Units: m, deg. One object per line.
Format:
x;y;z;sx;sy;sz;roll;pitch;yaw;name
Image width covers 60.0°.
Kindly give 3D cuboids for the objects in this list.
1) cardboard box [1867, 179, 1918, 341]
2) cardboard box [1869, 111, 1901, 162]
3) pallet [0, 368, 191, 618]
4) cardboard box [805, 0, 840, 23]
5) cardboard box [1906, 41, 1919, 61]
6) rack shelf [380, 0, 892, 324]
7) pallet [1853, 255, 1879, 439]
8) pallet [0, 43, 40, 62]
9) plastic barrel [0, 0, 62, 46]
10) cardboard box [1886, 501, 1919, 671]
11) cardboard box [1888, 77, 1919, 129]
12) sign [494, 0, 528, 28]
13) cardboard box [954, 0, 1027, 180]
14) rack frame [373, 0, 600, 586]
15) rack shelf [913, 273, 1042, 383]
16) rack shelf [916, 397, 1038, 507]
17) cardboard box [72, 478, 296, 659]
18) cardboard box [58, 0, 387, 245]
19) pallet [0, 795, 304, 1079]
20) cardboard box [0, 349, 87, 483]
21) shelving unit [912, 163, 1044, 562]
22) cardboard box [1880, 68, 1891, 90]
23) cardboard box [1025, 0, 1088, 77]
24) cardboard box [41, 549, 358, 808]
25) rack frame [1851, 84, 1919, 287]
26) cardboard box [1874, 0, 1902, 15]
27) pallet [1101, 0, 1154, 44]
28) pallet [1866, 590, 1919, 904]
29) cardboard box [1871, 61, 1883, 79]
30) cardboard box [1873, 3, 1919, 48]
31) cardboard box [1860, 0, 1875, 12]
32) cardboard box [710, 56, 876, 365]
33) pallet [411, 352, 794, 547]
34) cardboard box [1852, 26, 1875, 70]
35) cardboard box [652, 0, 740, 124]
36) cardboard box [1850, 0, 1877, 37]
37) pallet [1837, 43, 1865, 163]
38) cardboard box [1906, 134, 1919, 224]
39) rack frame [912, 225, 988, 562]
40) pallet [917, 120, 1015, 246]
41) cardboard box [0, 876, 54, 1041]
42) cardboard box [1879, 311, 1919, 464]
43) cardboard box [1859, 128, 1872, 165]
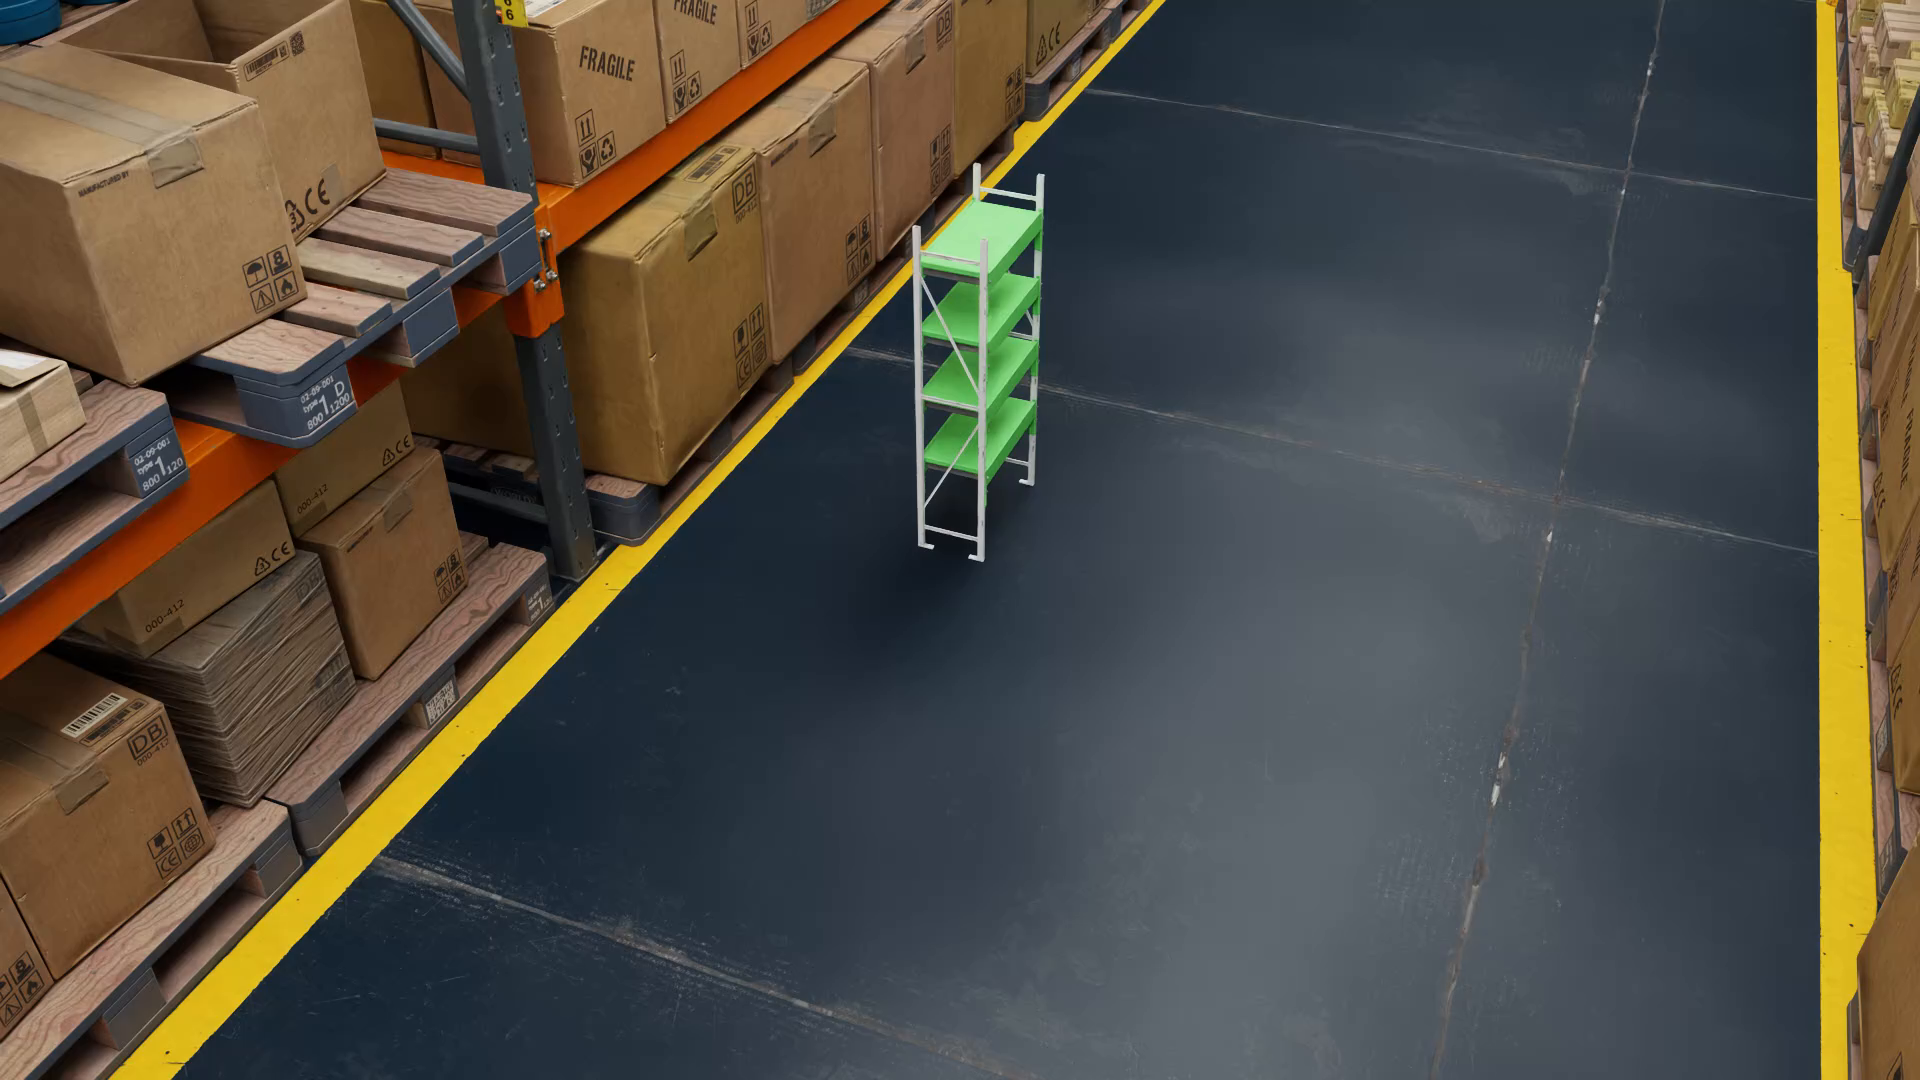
3.837;-1.045;6.380;0.500;0.500;0.500;15;39;19;cardboard box
4.280;-1.772;7.397;0.380;0.149;0.250;12;38;16;cardboard box
-2.423;-0.016;3.426;1.003;0.211;1.213;14;39;18;pallet
-0.693;-2.292;6.228;0.500;0.500;0.500;14;39;18;cardboard box
4.577;-2.164;7.673;0.380;0.149;0.250;15;39;19;cardboard box
-0.946;-2.017;6.544;1.077;0.370;4.000;14;39;18;rack shelf
4.068;-0.679;6.482;1.003;0.211;1.213;14;39;18;pallet
-5.561;-2.329;8.689;1.003;0.211;1.213;14;39;18;pallet
-5.258;-3.179;8.900;0.600;0.901;0.708;14;39;18;plastic barrel
3.051;0.110;4.834;0.500;0.500;0.500;15;39;20;cardboard box
4.318;-1.898;7.318;0.380;0.149;0.250;14;39;18;cardboard box
-1.202;-1.512;4.366;0.100;0.325;0.005;14;39;18;sign
-0.410;-2.371;7.841;1.225;0.875;0.875;14;39;18;cardboard box
-1.707;-1.198;4.847;1.000;3.000;0.127;14;39;18;rack frame
0.063;-0.713;5.408;0.258;0.148;0.480;14;39;18;rack shelf
0.063;-0.329;5.695;0.258;0.148;0.480;14;39;18;rack shelf
-2.127;0.000;4.338;0.500;0.250;0.500;18;40;23;cardboard box
-1.876;-1.098;4.280;0.500;0.500;0.500;9;38;12;cardboard box
-2.472;1.024;4.203;1.003;0.211;1.213;14;39;18;pallet
-2.092;-0.328;3.444;0.396;0.266;0.258;13;39;16;cardboard box
0.063;-0.572;5.513;0.258;1.200;0.503;14;39;18;shelving unit
4.631;-2.186;7.951;0.380;0.149;0.250;15;39;19;cardboard box
0.140;-3.077;8.785;0.875;0.875;0.875;14;39;18;cardboard box
-2.143;0.312;4.547;0.700;0.500;0.500;11;38;14;cardboard box
4.363;-2.227;6.224;1.000;3.000;0.127;14;39;18;rack frame
4.889;-2.760;8.471;0.380;0.149;0.250;14;39;18;cardboard box
0.639;-3.377;10.091;1.003;0.211;1.213;14;39;18;pallet
3.140;0.672;4.674;1.003;0.211;1.213;14;39;18;pallet
4.752;-2.250;8.285;0.380;0.149;0.250;15;39;19;cardboard box
4.686;-2.487;8.105;0.380;0.149;0.250;13;39;16;cardboard box
5.083;-2.944;8.965;0.380;0.149;0.250;15;39;19;cardboard box
-1.079;-1.384;6.521;1.225;0.875;0.875;14;39;18;cardboard box
-1.338;-0.500;6.243;1.003;0.211;1.213;14;39;18;pallet
4.895;-2.550;8.687;0.380;0.149;0.250;12;38;16;cardboard box
-1.077;-1.731;5.477;0.500;0.500;0.500;13;39;17;cardboard box
5.079;-2.831;9.063;0.380;0.149;0.250;14;39;18;cardboard box
5.049;-2.168;8.474;1.003;0.211;1.213;14;39;18;pallet
3.838;-1.345;6.155;0.500;0.250;0.500;12;38;16;cardboard box
-0.030;-0.437;5.333;0.240;1.200;0.015;14;39;18;rack frame
-0.409;-1.851;8.051;1.003;0.211;1.213;14;39;18;pallet
-2.564;0.937;3.711;0.700;0.500;0.500;11;38;14;cardboard box
3.450;-0.459;5.595;0.500;0.500;0.500;15;39;19;cardboard box
4.414;-1.834;7.728;0.380;0.149;0.250;13;39;16;cardboard box
